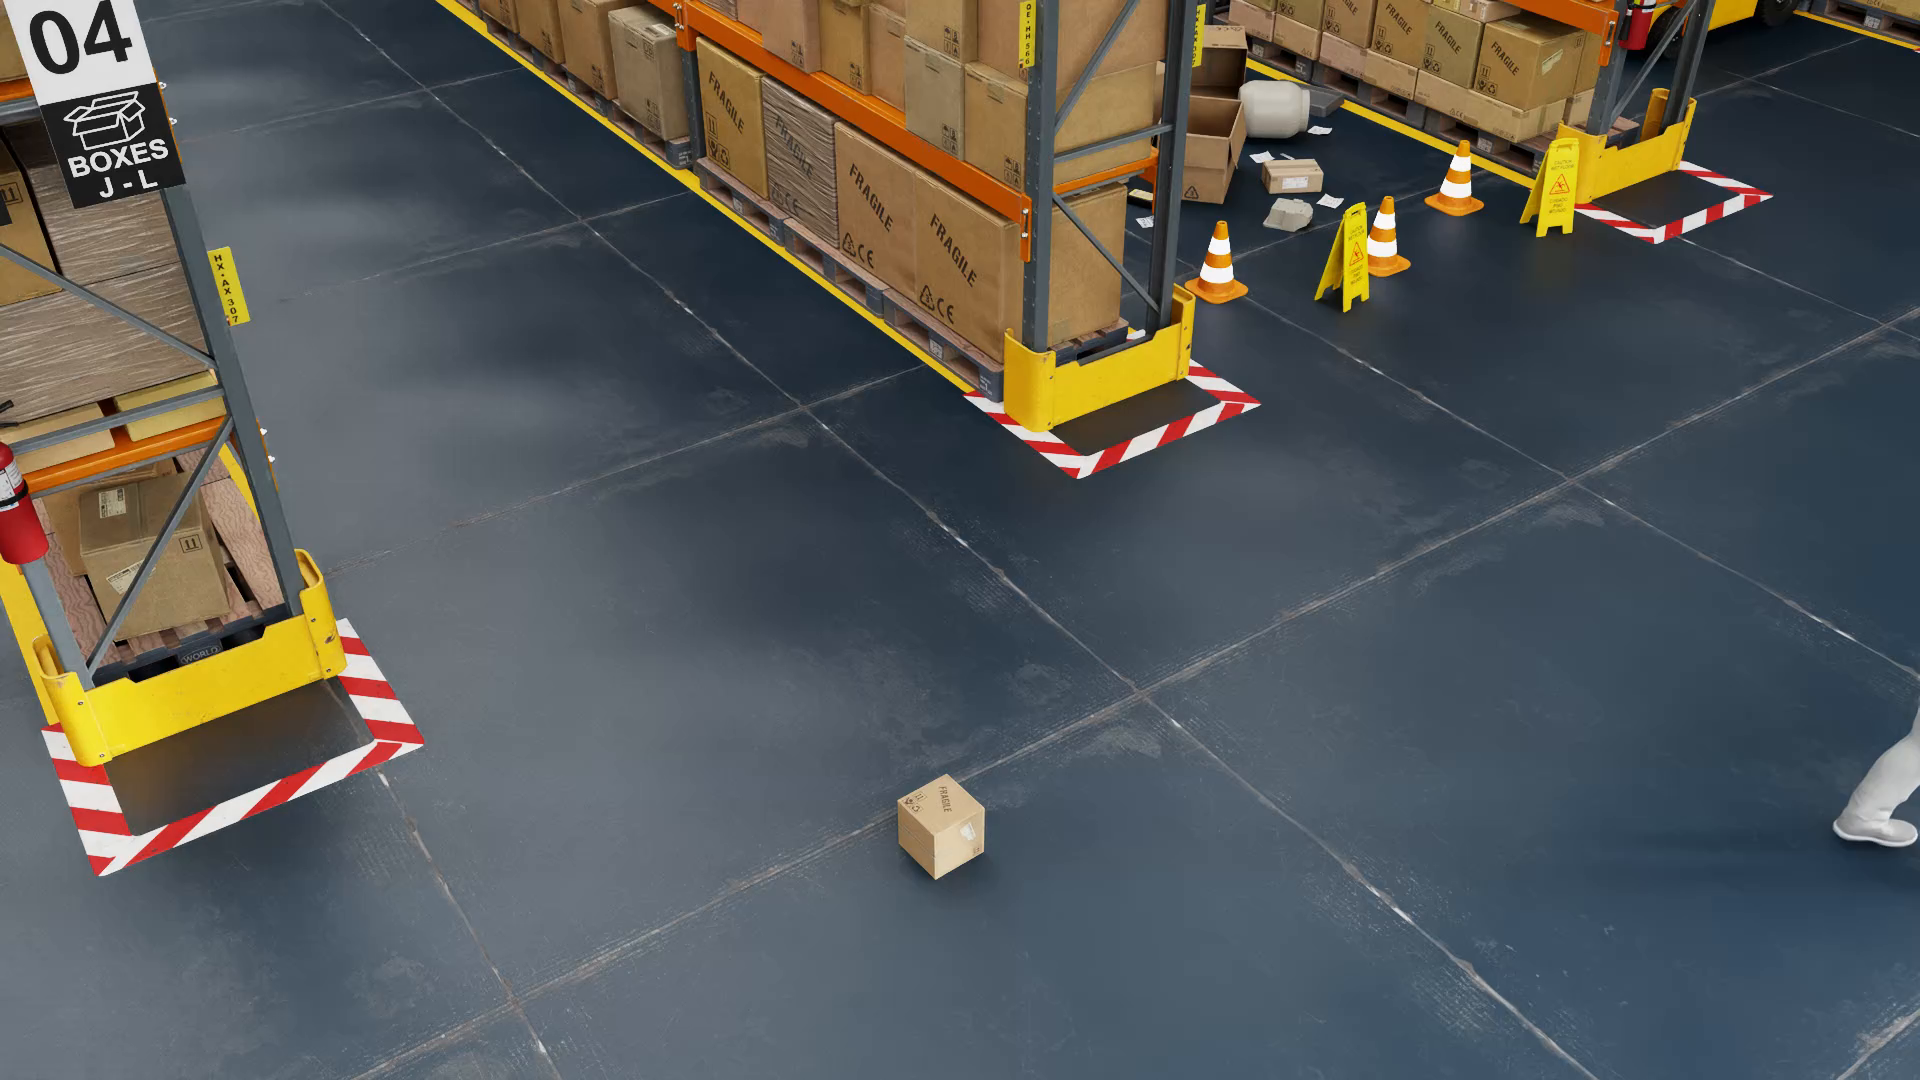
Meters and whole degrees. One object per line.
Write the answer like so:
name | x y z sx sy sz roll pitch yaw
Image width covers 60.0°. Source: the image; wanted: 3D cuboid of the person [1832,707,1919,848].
person | 3.996 0.561 6.209 0.903 1.763 0.529 3 36 4
